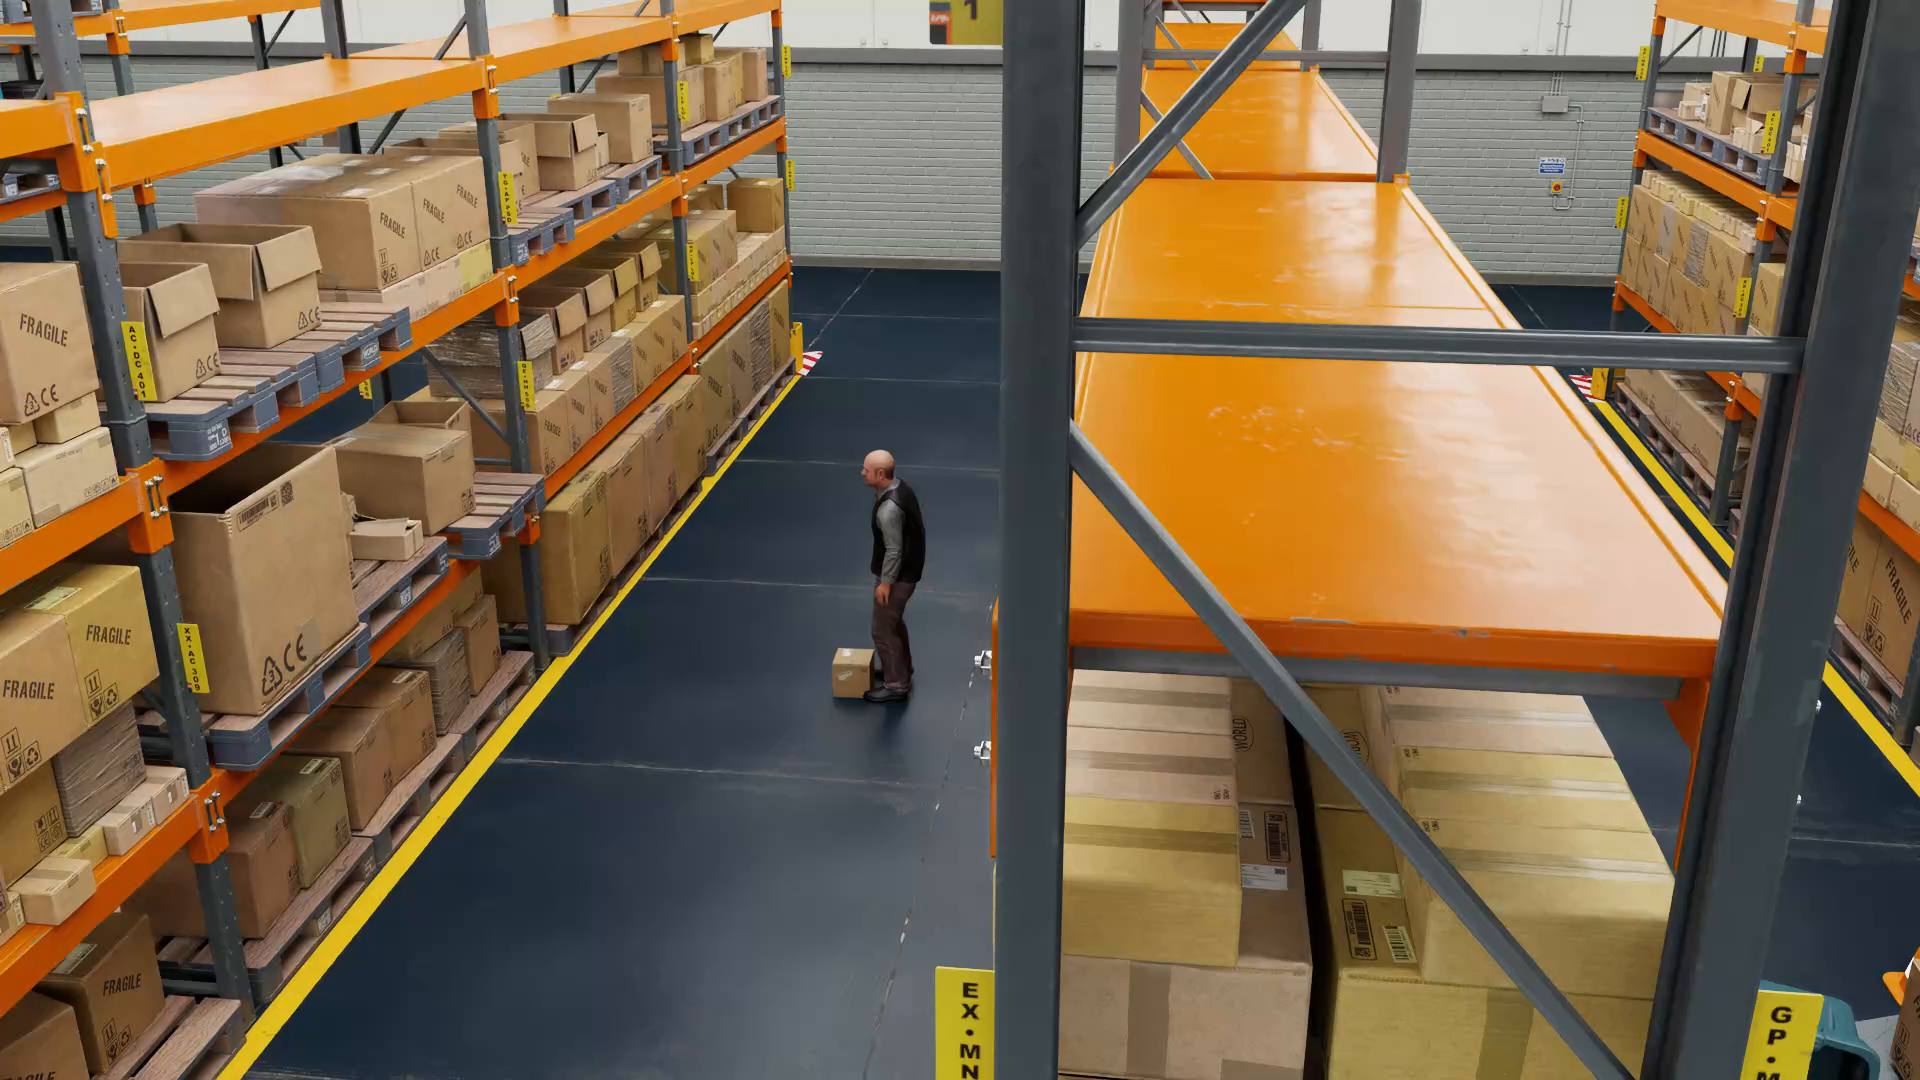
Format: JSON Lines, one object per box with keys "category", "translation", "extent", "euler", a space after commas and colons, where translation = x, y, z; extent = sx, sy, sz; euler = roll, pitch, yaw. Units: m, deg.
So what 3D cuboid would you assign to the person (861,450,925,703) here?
{"category": "person", "translation": [-0.434, 0.225, 10.960], "extent": [0.418, 1.719, 0.585], "euler": [1, 21, 3]}
